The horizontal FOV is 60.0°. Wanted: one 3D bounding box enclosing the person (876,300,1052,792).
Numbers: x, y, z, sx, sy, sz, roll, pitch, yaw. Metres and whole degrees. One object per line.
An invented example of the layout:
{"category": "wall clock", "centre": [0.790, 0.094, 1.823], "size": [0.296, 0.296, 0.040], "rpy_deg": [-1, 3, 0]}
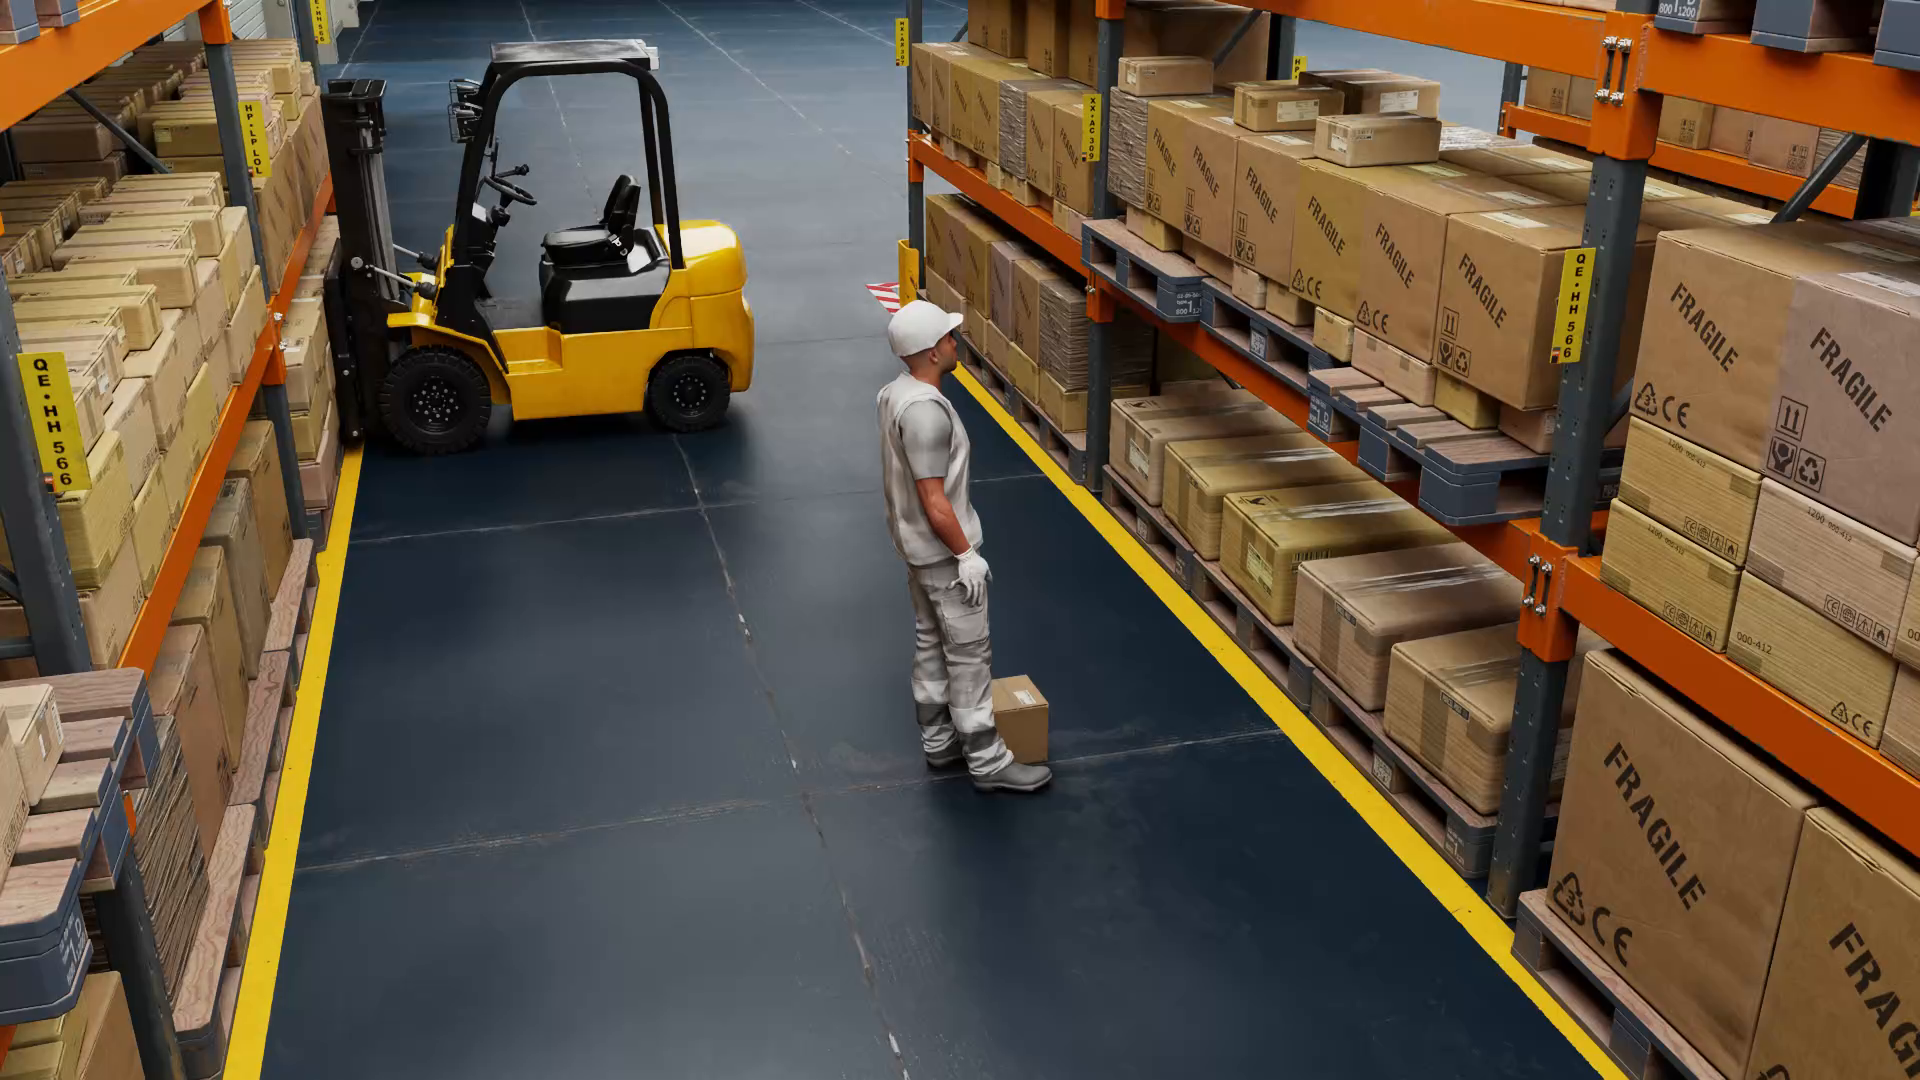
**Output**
{"category": "person", "centre": [0.003, 0.015, 6.002], "size": [0.564, 1.788, 0.637], "rpy_deg": [-6, 23, -14]}
